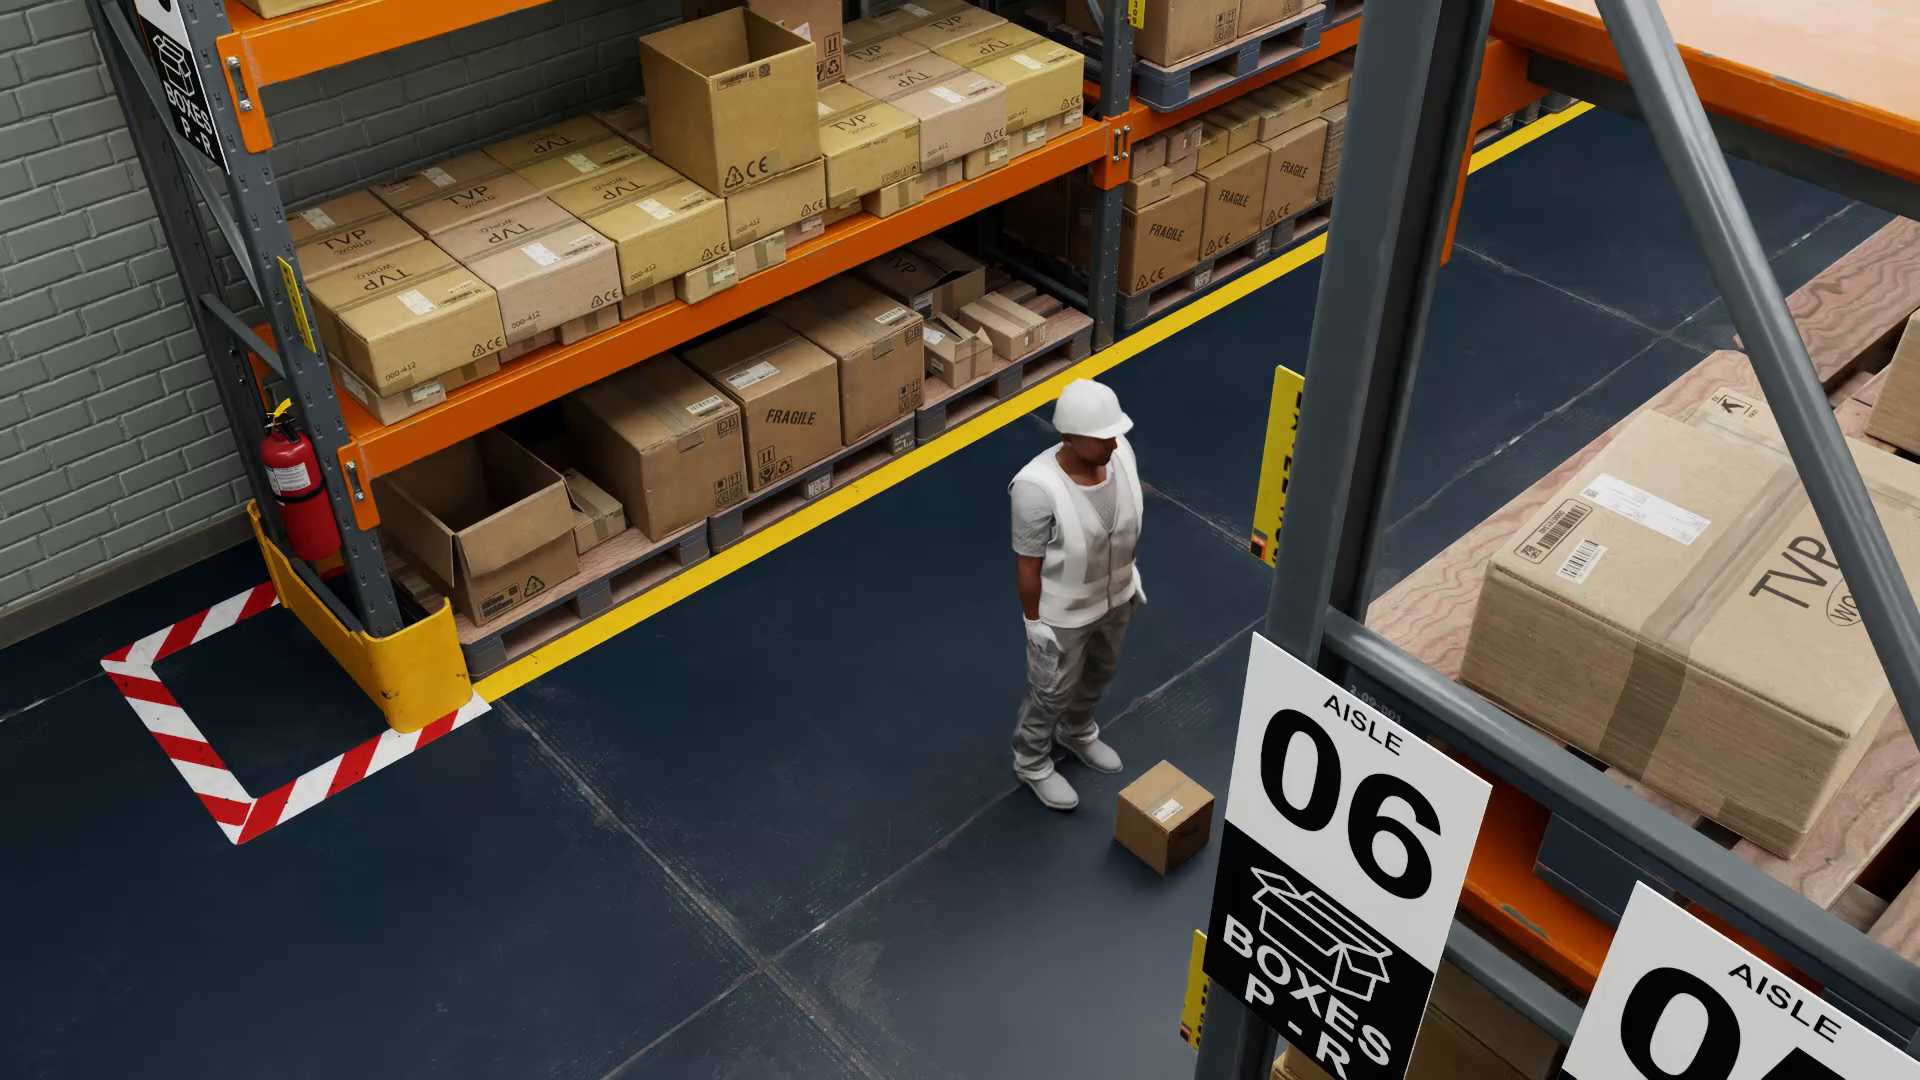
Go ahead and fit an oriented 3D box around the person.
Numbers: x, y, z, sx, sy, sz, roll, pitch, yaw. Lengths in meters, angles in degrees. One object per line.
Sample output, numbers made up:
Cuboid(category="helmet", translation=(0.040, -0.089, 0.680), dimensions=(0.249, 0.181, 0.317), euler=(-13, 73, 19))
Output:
Cuboid(category="person", translation=(0.427, 0.201, 5.905), dimensions=(0.545, 1.791, 0.361), euler=(-29, 48, -30))
